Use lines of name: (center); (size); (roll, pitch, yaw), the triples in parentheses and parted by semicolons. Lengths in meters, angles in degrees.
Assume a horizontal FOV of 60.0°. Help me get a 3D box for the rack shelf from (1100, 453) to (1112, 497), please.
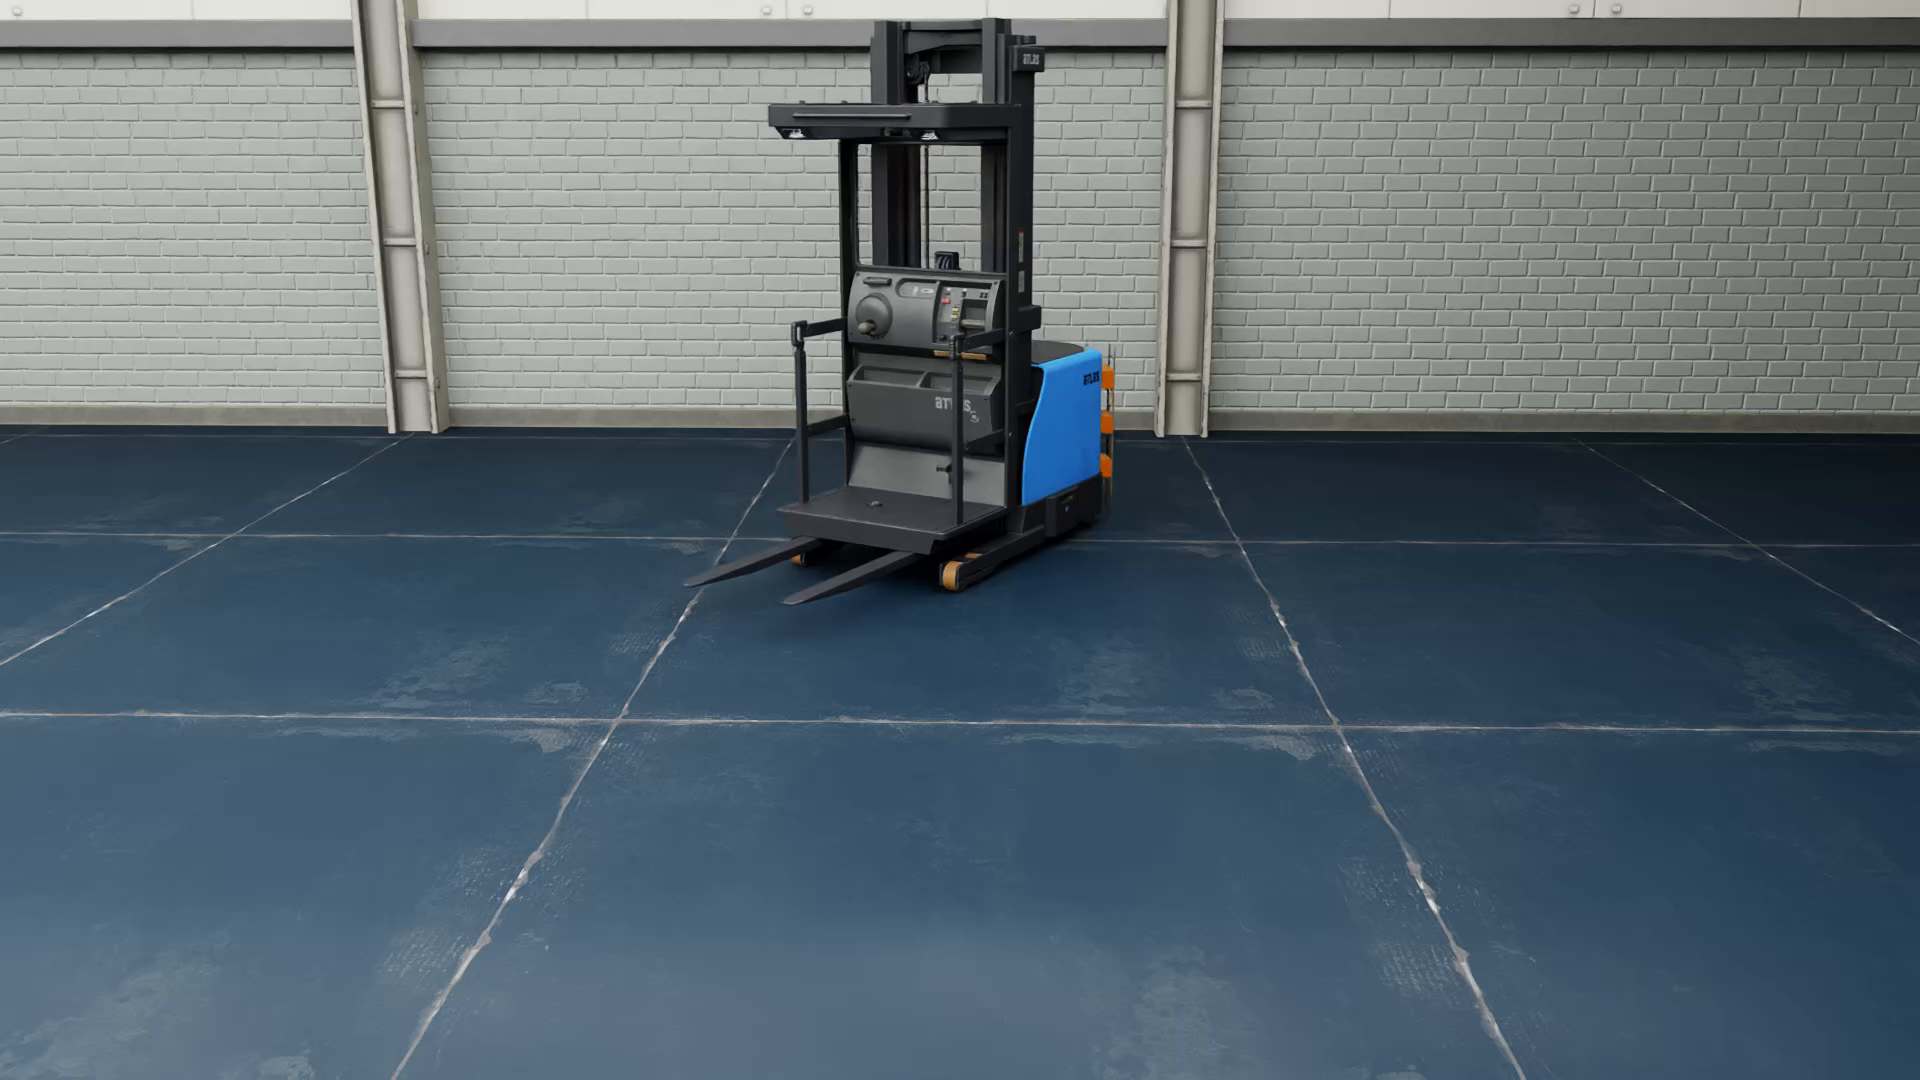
rack shelf: (0.820, -0.416, 10.491); (0.240, 0.259, 0.215); (-1, 15, -5)

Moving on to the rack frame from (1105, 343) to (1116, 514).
rack frame: (0.942, -0.698, 10.428); (0.008, 1.050, 0.200); (-1, 15, -5)

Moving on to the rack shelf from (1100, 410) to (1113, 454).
rack shelf: (0.820, -0.685, 10.420); (0.240, 0.259, 0.215); (-1, 15, -5)

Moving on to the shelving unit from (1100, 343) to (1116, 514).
shelving unit: (0.820, -0.695, 10.418); (0.252, 1.050, 0.215); (-1, 15, -5)

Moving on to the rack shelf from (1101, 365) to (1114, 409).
rack shelf: (0.820, -0.959, 10.348); (0.240, 0.259, 0.215); (-1, 15, -5)

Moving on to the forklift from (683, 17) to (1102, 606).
forklift: (-0.308, -1.275, 8.927); (1.130, 2.935, 3.031); (8, 17, 29)

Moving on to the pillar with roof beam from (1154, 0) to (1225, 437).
pillar with roof beam: (1.615, -4.090, 7.701); (0.400, 9.000, 9.100); (0, 15, 1)

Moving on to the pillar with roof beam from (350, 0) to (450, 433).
pillar with roof beam: (-4.383, -4.129, 7.849); (0.400, 9.000, 9.100); (0, 15, 1)
